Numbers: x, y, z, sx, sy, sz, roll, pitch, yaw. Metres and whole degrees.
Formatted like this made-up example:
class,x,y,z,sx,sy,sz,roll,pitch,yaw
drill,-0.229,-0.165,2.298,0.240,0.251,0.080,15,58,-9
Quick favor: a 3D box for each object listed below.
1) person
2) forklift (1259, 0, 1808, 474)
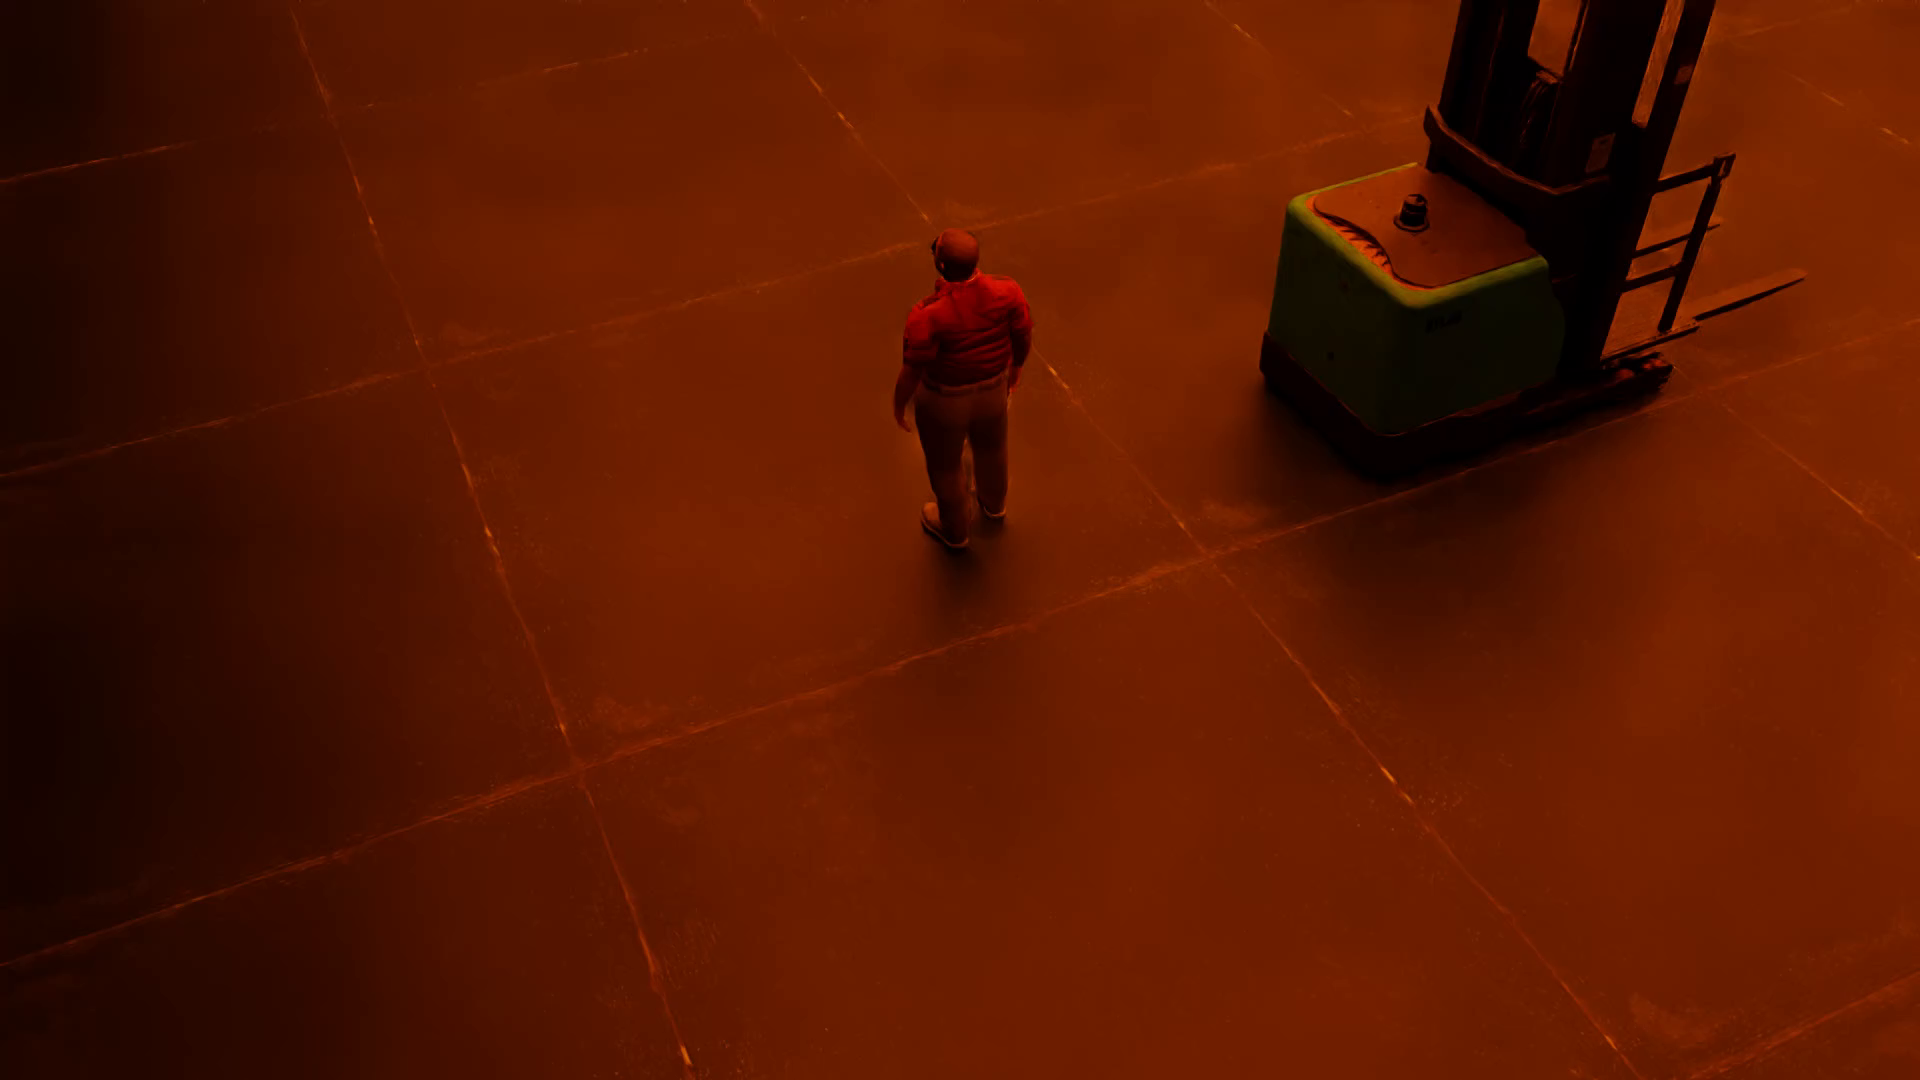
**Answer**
class,x,y,z,sx,sy,sz,roll,pitch,yaw
person,-0.027,-0.696,7.297,0.640,1.727,0.550,-18,46,-18
forklift,3.117,-2.097,7.927,3.031,2.935,1.130,-19,46,-19
